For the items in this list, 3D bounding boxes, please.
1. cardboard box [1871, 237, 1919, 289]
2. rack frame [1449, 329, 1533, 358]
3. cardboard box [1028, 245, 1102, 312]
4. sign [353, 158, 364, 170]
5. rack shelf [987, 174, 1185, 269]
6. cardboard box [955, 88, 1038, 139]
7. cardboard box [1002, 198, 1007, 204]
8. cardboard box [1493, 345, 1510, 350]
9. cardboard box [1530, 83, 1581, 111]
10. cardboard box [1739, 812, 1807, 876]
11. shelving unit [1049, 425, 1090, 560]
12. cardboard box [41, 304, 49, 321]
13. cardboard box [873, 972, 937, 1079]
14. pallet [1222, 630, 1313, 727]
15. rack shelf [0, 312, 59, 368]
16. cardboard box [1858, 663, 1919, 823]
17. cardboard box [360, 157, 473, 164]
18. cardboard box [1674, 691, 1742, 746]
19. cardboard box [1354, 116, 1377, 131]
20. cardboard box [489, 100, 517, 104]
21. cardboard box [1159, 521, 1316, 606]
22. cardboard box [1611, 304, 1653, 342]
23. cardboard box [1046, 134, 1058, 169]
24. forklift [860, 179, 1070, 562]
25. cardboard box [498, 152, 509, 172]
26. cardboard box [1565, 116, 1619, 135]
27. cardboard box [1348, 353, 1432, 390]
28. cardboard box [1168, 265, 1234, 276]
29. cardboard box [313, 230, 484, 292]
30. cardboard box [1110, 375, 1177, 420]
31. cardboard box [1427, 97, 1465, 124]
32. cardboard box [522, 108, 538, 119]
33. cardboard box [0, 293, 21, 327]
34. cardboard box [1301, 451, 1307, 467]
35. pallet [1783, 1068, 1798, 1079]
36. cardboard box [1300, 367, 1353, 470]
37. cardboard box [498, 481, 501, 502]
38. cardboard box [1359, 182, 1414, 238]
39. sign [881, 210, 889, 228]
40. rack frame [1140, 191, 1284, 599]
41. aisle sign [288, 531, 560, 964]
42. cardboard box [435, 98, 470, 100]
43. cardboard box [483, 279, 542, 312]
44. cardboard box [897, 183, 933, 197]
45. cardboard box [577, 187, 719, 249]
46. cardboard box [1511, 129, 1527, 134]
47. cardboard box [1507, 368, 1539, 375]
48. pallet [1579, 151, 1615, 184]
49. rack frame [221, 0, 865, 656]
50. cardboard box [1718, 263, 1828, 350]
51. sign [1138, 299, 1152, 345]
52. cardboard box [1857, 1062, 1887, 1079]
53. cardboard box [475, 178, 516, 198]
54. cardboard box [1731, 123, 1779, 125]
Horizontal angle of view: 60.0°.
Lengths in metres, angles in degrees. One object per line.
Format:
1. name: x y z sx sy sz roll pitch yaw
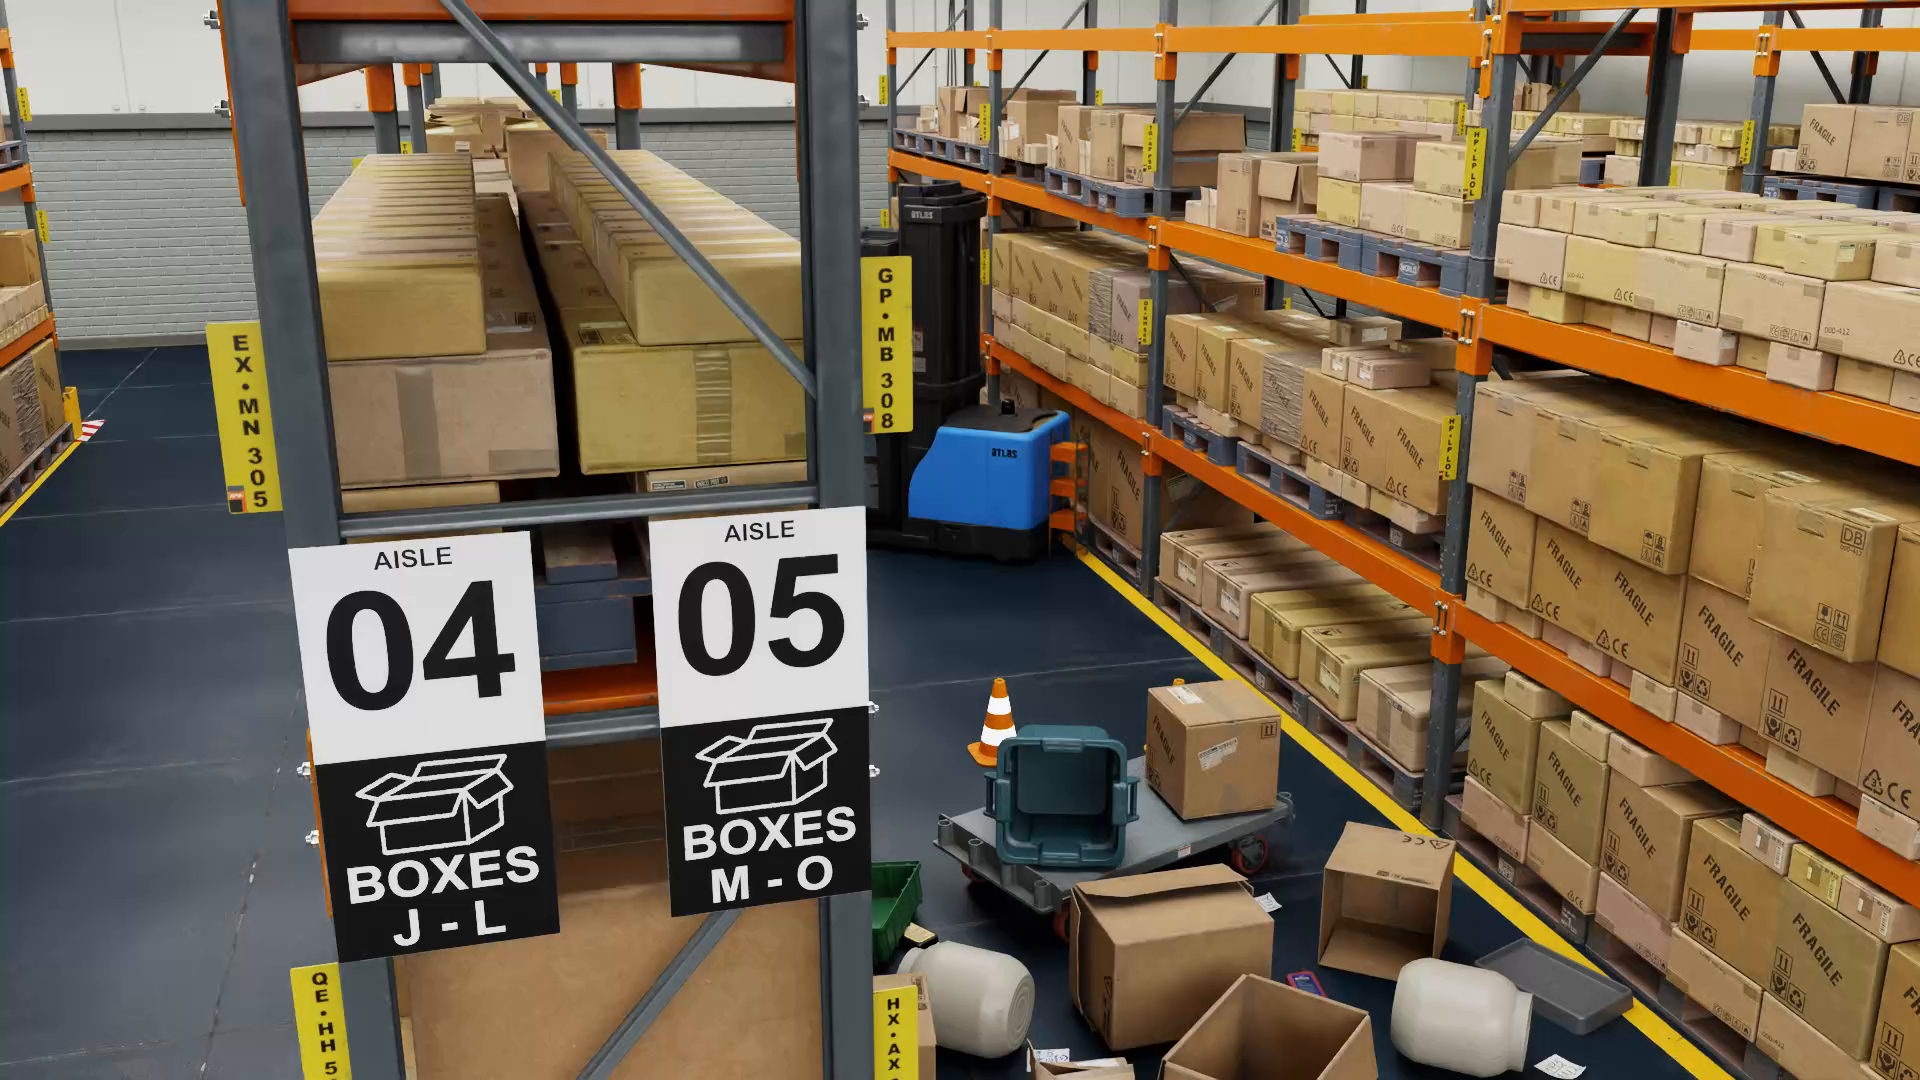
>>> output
1. cardboard box: 3.434 -0.969 5.801 0.380 0.149 0.250 -5 17 -17
2. rack frame: 5.533 -2.553 17.237 1.000 3.000 0.127 -5 17 -15
3. cardboard box: 0.908 -2.264 14.365 0.500 0.500 0.500 -5 17 -17
4. sign: -2.290 -1.317 6.462 0.100 0.325 0.005 -5 17 -15
5. rack shelf: 1.312 -2.698 13.758 1.077 0.370 4.000 -5 17 -15
6. cardboard box: 0.360 -4.265 16.640 0.797 0.503 0.637 -3 17 -11
7. cardboard box: 0.525 -3.454 17.198 0.380 0.149 0.250 -5 17 -15
8. cardboard box: 5.434 -1.895 17.016 0.380 0.149 0.250 -5 17 -16
9. cardboard box: 5.788 -4.309 16.166 0.396 0.266 0.258 -5 17 -15
10. cardboard box: 3.287 1.166 6.476 0.380 0.149 0.250 -4 17 -13
11. shelving unit: 0.880 -0.383 13.398 0.252 1.050 0.215 11 20 34
12. cardboard box: -9.451 -2.290 16.797 0.380 0.149 0.250 -4 17 -14
13. cardboard box: -0.358 2.017 6.365 0.500 0.500 0.500 -2 17 -6
14. pallet: 2.406 0.835 10.804 1.003 0.211 1.213 -5 17 -15
15. rack shelf: -9.316 -1.585 15.264 1.077 0.370 4.000 -5 17 -15
16. cardboard box: 3.512 0.702 5.710 0.500 0.500 0.500 -5 17 -15
17. cardboard box: -1.927 -1.276 5.920 0.380 0.149 0.250 -5 17 -16
18. cardboard box: 3.177 0.708 6.817 0.380 0.149 0.250 -5 17 -15
19. cardboard box: 4.746 -4.600 18.580 0.500 0.250 0.500 -5 17 -16
20. cardboard box: -4.462 -4.287 16.494 0.380 0.149 0.250 -5 17 -17
21. cardboard box: 2.007 0.161 12.039 0.950 0.372 0.625 -6 18 -19
22. cardboard box: 3.033 -0.948 7.118 0.380 0.149 0.250 -4 17 -14
23. cardboard box: 0.927 -3.200 13.680 0.396 0.266 0.258 -3 17 -11
24. forklift: -0.642 -1.480 13.785 3.031 2.935 1.130 7 18 22
25. cardboard box: -2.772 -2.297 10.998 0.500 0.500 0.500 -5 17 -15
26. cardboard box: 5.673 -3.722 14.931 0.380 0.149 0.250 -5 17 -15
27. cardboard box: 2.414 -0.948 9.347 0.380 0.149 0.250 -5 17 -17
28. cardboard box: 1.815 -1.872 13.059 0.500 0.500 0.500 -5 17 -15
29. cardboard box: -1.228 -0.575 3.584 0.380 0.149 0.250 -4 17 -14
30. cardboard box: 1.473 -1.101 12.663 0.500 0.250 0.500 -5 18 -17
31. cardboard box: 5.163 -4.420 17.114 0.500 0.250 0.500 -5 17 -15
32. cardboard box: -3.817 -3.635 14.324 0.380 0.149 0.250 -5 17 -16
33. cardboard box: -9.199 -2.159 15.669 0.500 0.250 0.500 -5 18 -17
34. cardboard box: 2.313 -0.512 10.150 0.380 0.149 0.250 -5 18 -17
35. pallet: 3.850 2.247 6.106 1.003 0.211 1.213 -5 17 -15
36. cardboard box: 2.339 -0.728 9.741 0.500 0.500 0.500 -4 17 -13
37. cardboard box: -1.158 -0.121 3.460 0.380 0.149 0.250 -5 17 -15
38. cardboard box: 2.526 -1.803 9.057 0.500 0.250 0.500 -4 17 -15
39. sign: -0.873 -3.676 19.334 0.100 0.325 0.005 -5 17 -15
40. rack frame: 1.861 -1.053 12.244 1.000 3.000 0.127 -5 17 -15
41. aisle sign: -0.941 0.377 2.963 0.394 0.787 0.004 -5 17 -15
42. cardboard box: -5.142 -4.381 16.809 0.380 0.149 0.250 -5 17 -15
43. cardboard box: -1.212 -0.429 3.792 0.500 0.250 0.500 -5 17 -15
44. cardboard box: -0.506 -3.983 18.960 0.380 0.149 0.250 -4 17 -14
45. cardboard box: -0.877 -0.908 4.694 0.380 0.149 0.250 -4 17 -14
46. cardboard box: 5.422 -3.791 15.677 0.380 0.149 0.250 -4 17 -14
47. cardboard box: 5.608 -1.607 16.575 0.380 0.149 0.250 -6 18 -18
48. pallet: 5.933 -3.427 15.260 1.213 0.211 1.003 -5 17 -15
49. rack frame: -0.672 -1.294 2.618 1.000 3.000 0.127 -5 17 -15
50. cardboard box: 3.235 -0.890 6.229 0.500 0.250 0.500 -5 17 -15
51. sign: 1.328 -1.563 11.928 0.100 0.325 0.005 -5 17 -15
52. cardboard box: 3.572 2.066 5.908 0.500 0.250 0.500 -5 17 -16
53. cardboard box: -2.464 -1.638 8.227 0.500 0.311 0.500 -5 18 -17
54. cardboard box: 6.687 -3.409 13.923 0.380 0.149 0.250 -5 17 -15
